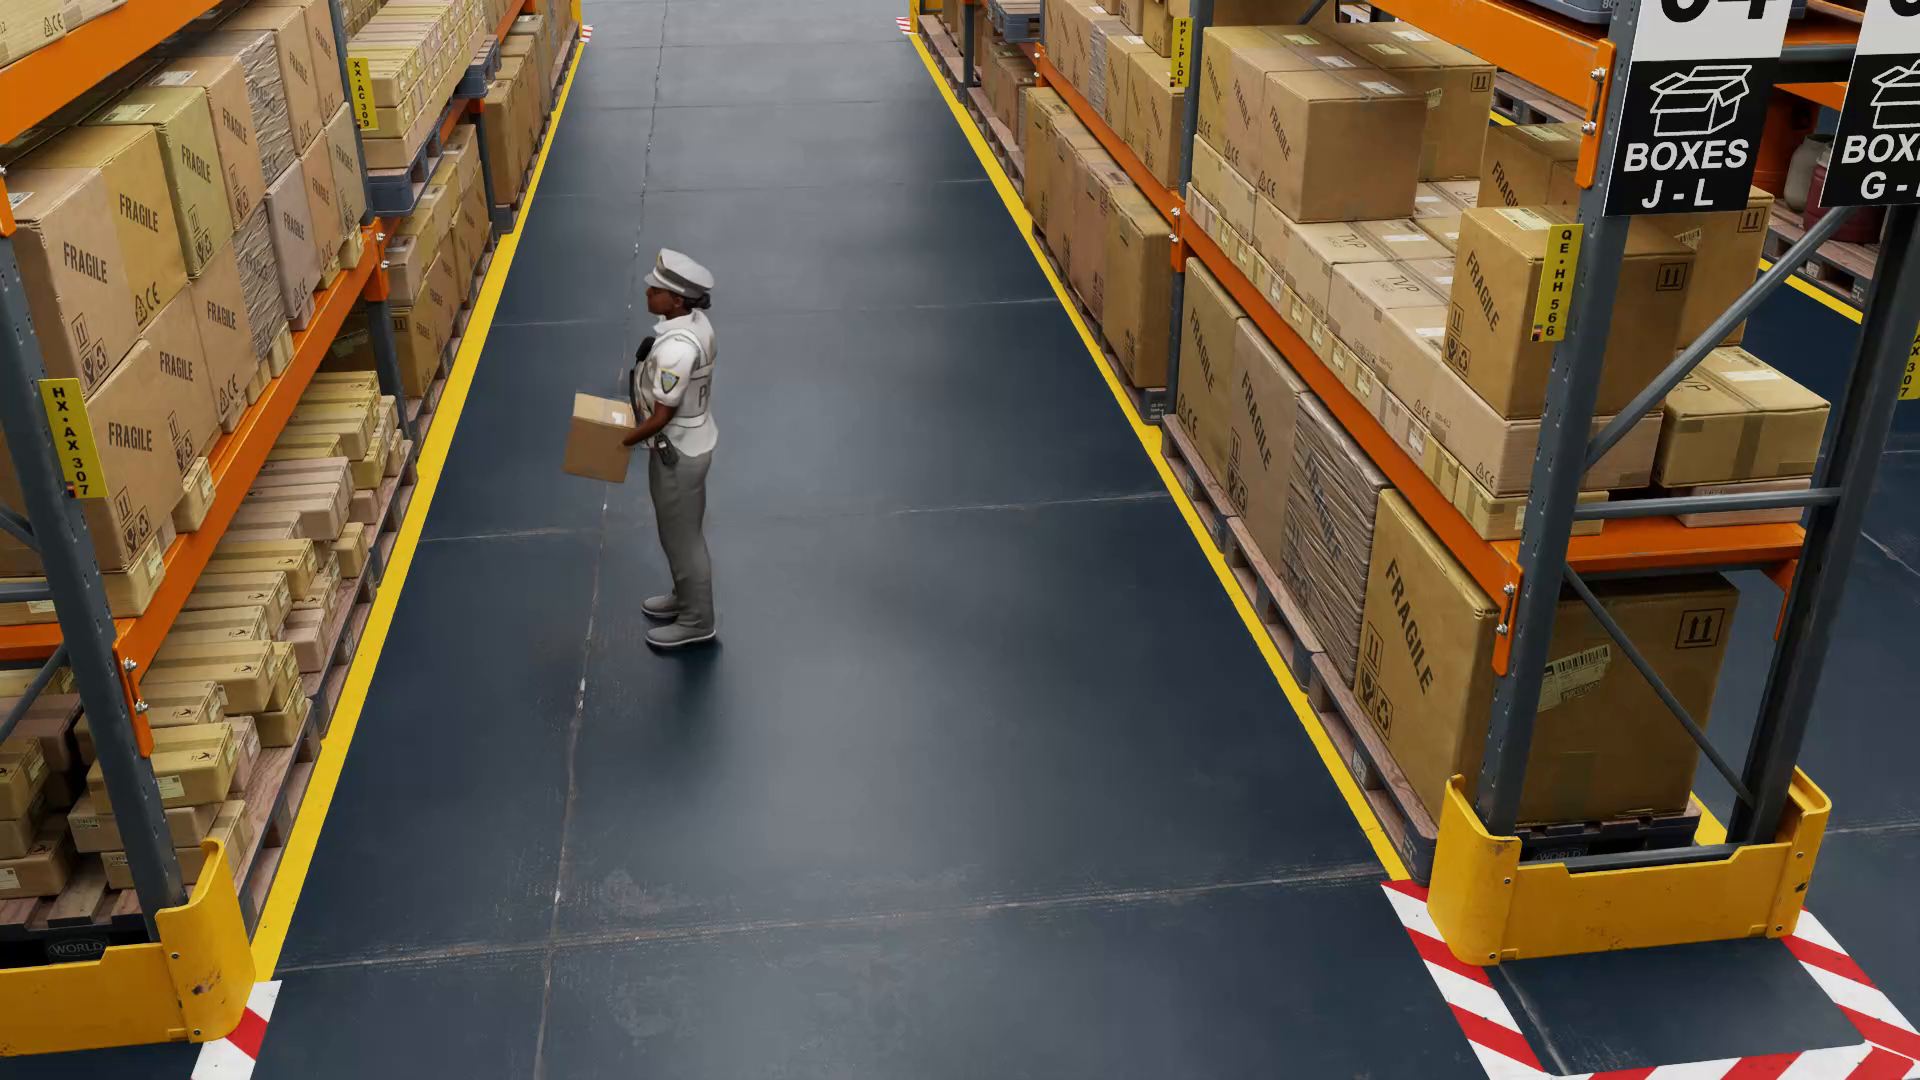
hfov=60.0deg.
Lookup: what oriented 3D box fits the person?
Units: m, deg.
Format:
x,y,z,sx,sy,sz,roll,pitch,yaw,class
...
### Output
x,y,z,sx,sy,sz,roll,pitch,yaw,class
-1.211,-0.365,6.785,0.519,1.698,0.461,-1,27,-1,person
